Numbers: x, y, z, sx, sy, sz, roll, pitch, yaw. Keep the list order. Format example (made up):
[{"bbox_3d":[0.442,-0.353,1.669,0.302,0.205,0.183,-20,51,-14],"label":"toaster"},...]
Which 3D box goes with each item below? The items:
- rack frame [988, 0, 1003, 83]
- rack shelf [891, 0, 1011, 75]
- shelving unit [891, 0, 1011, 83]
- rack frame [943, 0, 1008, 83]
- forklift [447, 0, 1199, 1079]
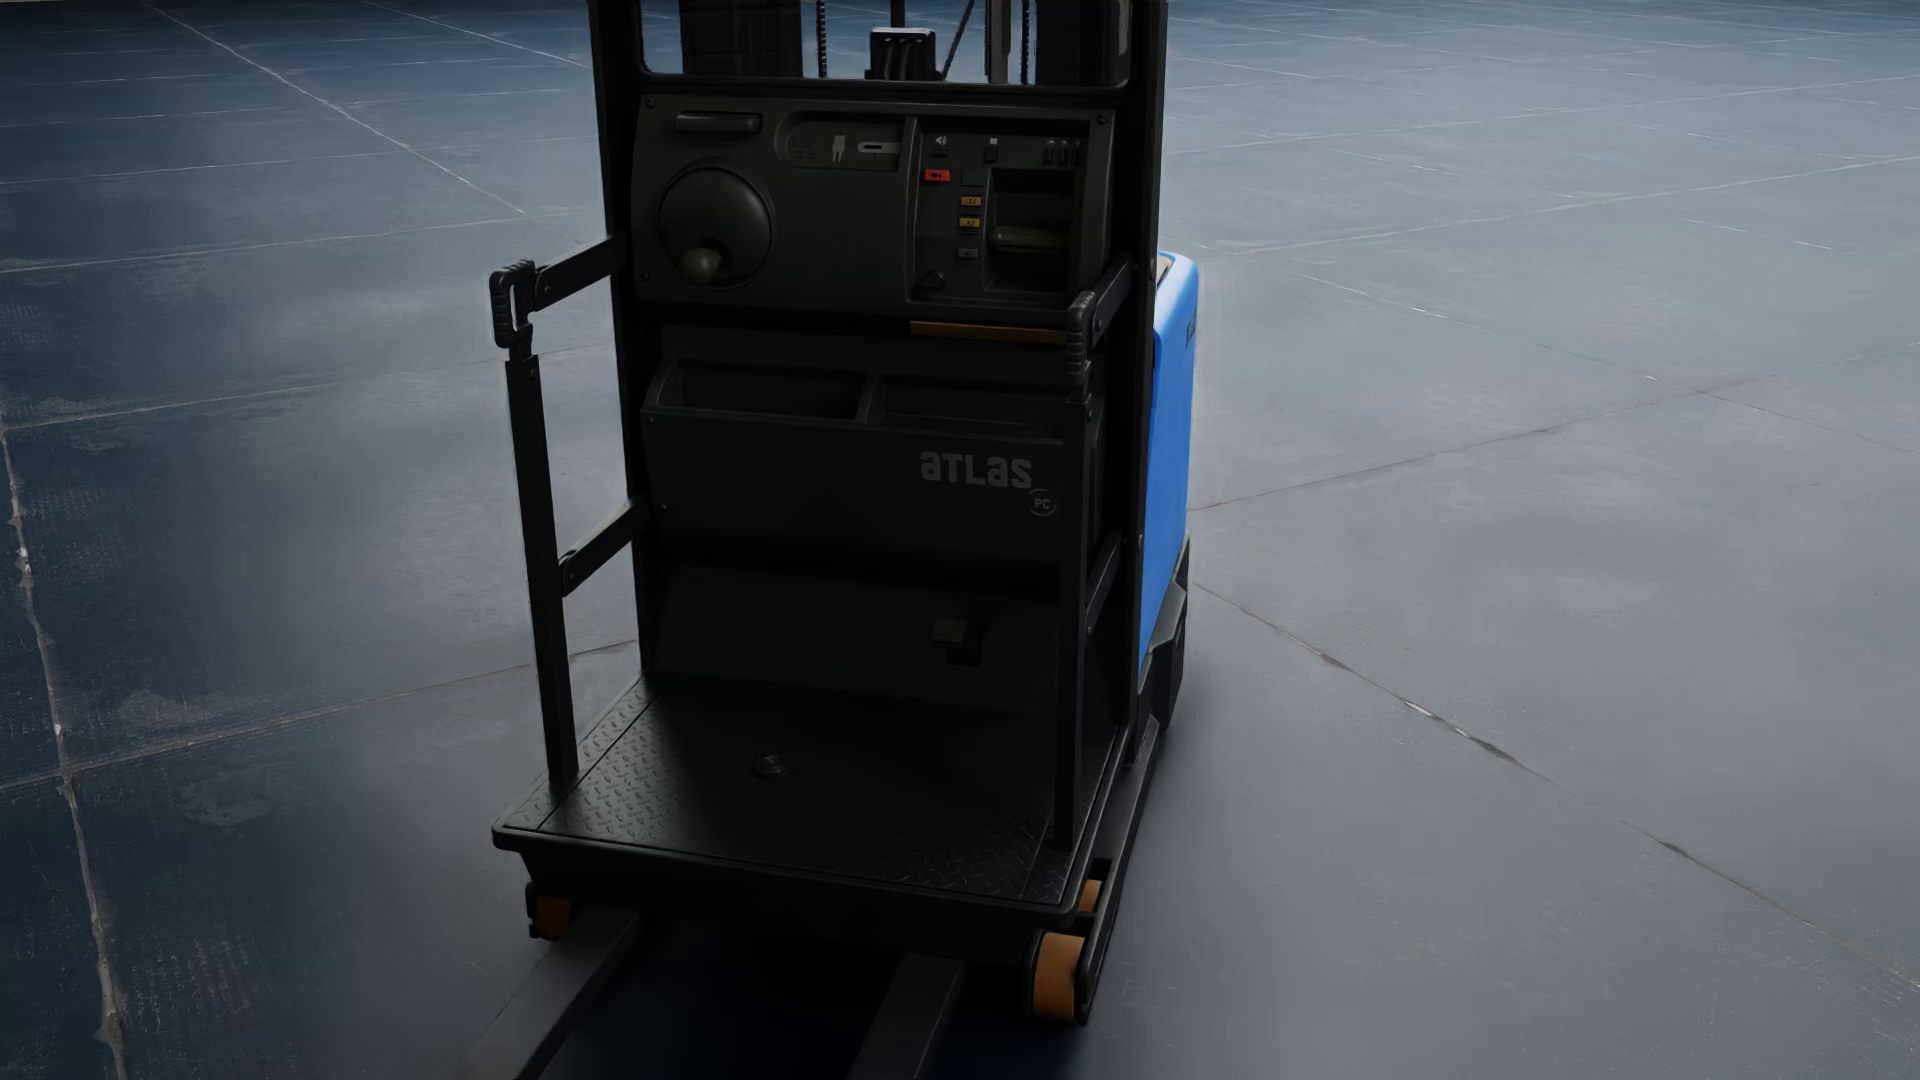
[{"bbox_3d":[0.246,-0.871,4.650,0.400,2.100,0.015,-14,25,-31],"label":"rack frame"},{"bbox_3d":[0.109,-1.583,4.587,0.431,0.518,0.480,-14,25,-31],"label":"rack shelf"},{"bbox_3d":[0.110,-0.945,4.839,0.431,2.100,0.503,-14,25,-31],"label":"shelving unit"},{"bbox_3d":[-0.026,-1.019,5.027,0.400,2.100,0.015,-14,25,-31],"label":"rack frame"},{"bbox_3d":[-0.226,-0.617,2.938,1.130,2.935,3.031,5,23,13],"label":"forklift"}]
